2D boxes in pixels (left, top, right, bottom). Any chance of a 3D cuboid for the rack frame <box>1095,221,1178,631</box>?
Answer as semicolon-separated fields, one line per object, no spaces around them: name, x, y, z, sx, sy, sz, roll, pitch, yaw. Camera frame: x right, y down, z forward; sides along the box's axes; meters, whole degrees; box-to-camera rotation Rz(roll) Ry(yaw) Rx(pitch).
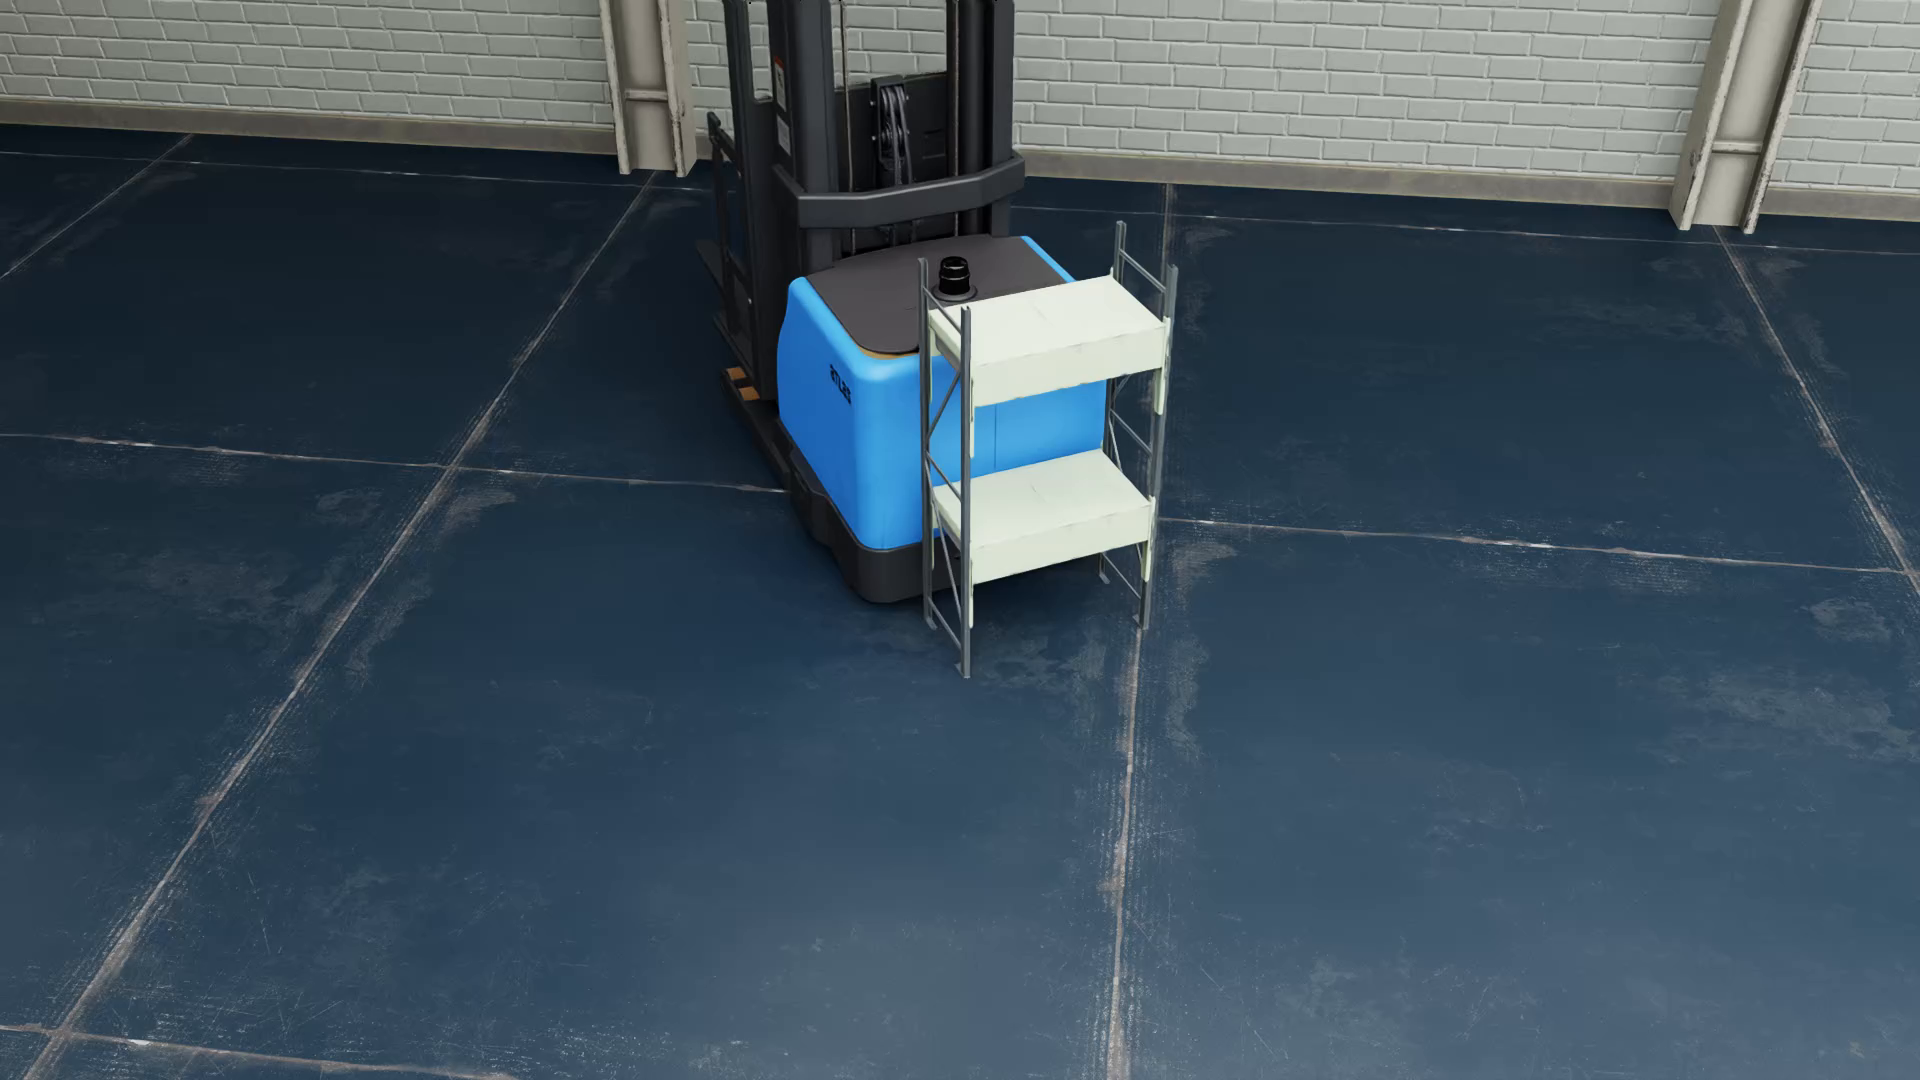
rack frame;0.622;-0.376;5.986;0.023;1.500;0.400;-14;38;-18

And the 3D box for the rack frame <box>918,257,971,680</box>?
rack frame;-0.052;-0.211;5.754;0.023;1.500;0.400;-14;38;-18

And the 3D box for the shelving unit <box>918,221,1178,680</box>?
shelving unit;0.285;-0.293;5.870;0.755;1.500;0.431;-14;38;-18

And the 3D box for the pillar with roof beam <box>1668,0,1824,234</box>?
pillar with roof beam;3.620;-2.963;3.155;0.400;9.000;9.100;4;36;6

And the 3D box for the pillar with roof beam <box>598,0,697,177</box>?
pillar with roof beam;-2.332;-3.407;3.777;0.400;9.000;9.100;4;36;6

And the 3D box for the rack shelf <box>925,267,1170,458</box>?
rack shelf;0.285;-0.611;5.643;0.720;0.370;0.431;-14;38;-18

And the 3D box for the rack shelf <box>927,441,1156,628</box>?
rack shelf;0.285;-0.028;6.059;0.720;0.370;0.431;-14;38;-18

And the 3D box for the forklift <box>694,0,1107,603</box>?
forklift;-0.456;-1.805;6.755;1.130;2.935;3.031;-14;38;-18
